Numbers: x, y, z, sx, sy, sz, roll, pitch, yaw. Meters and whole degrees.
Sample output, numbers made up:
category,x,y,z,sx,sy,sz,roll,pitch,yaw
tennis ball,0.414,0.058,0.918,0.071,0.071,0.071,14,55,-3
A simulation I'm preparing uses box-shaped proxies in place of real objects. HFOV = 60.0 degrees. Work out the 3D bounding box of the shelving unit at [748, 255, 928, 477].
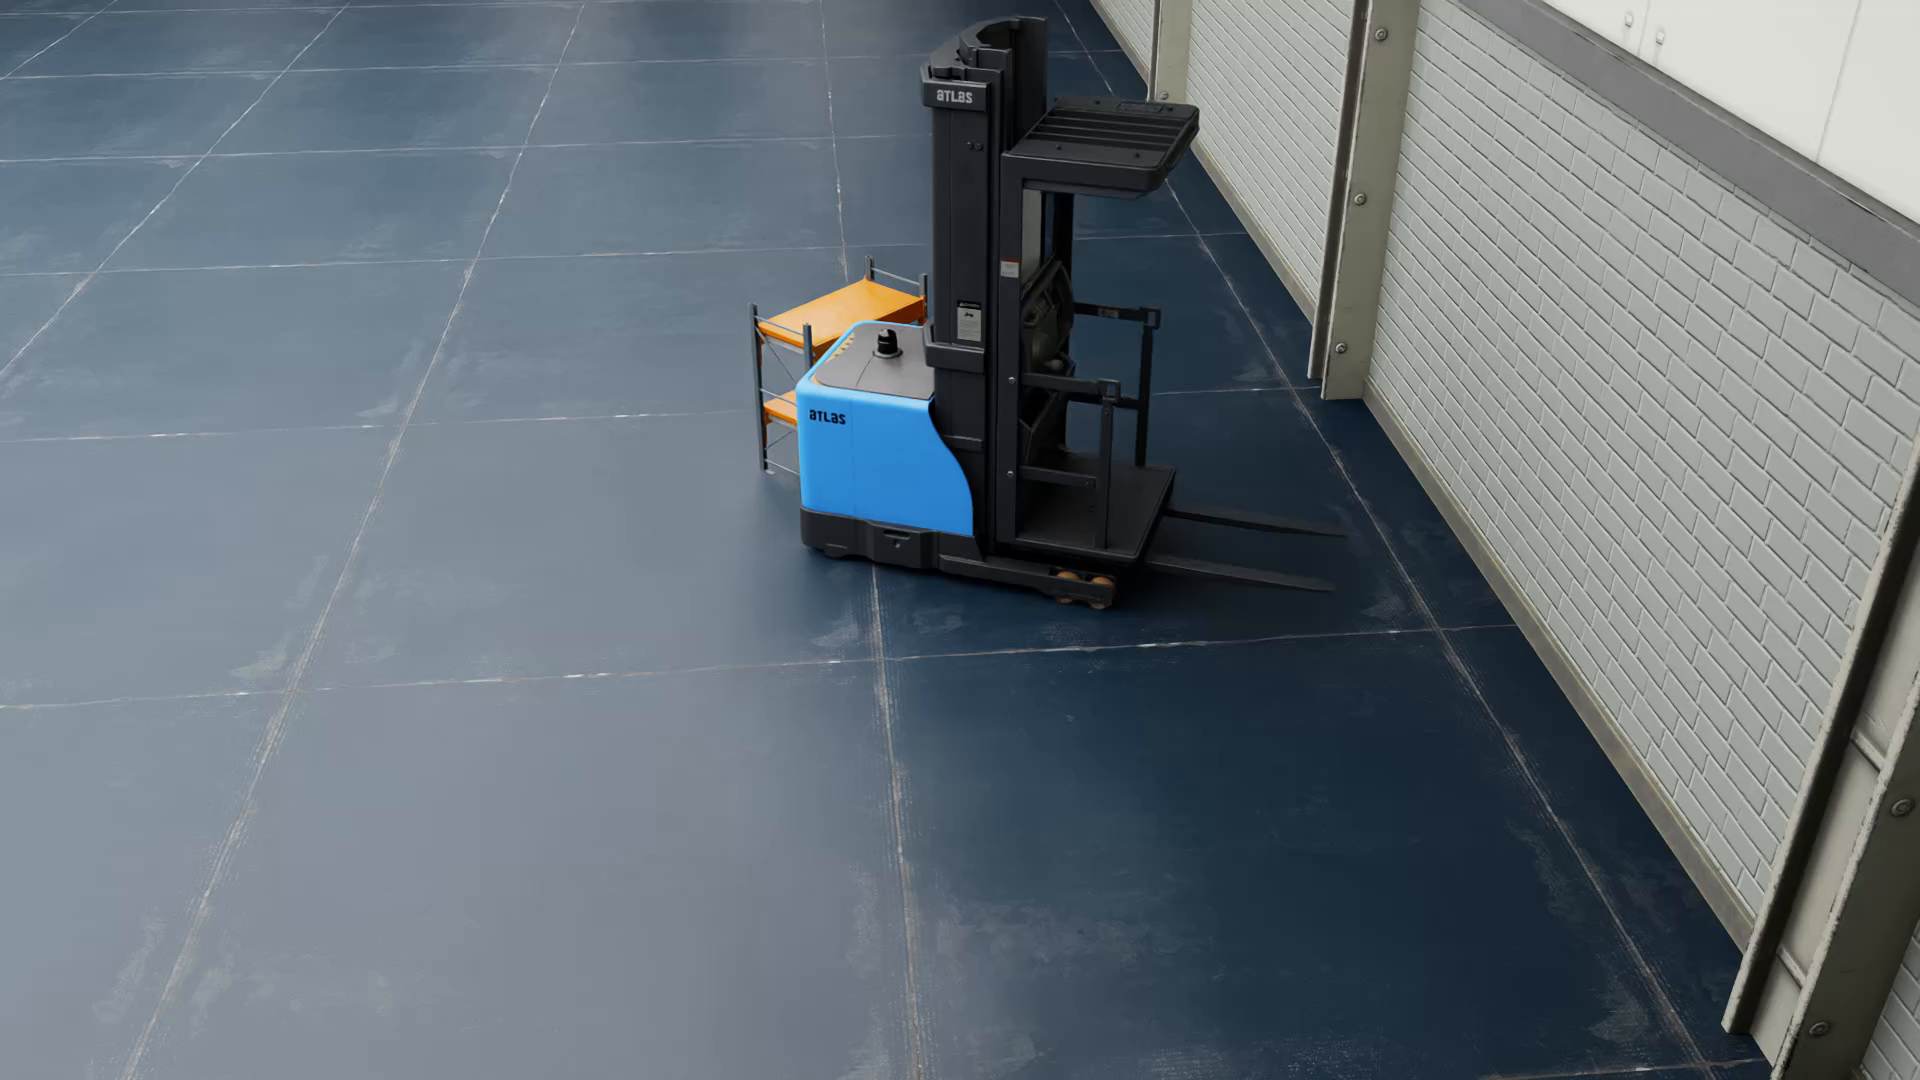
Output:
category,x,y,z,sx,sy,sz,roll,pitch,yaw
shelving unit,-0.733,-1.046,10.403,0.538,1.125,1.048,24,38,34

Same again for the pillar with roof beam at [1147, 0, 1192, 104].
category,x,y,z,sx,sy,sz,roll,pitch,yaw
pillar with roof beam,-2.234,-7.787,14.011,9.100,9.000,0.400,-3,31,-5

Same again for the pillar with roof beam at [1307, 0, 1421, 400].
category,x,y,z,sx,sy,sz,roll,pitch,yaw
pillar with roof beam,-1.673,-4.723,8.882,9.100,9.000,0.400,-3,31,-5

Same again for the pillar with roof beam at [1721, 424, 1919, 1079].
category,x,y,z,sx,sy,sz,roll,pitch,yaw
pillar with roof beam,-1.113,-1.660,3.754,9.100,9.000,0.400,-3,31,-5

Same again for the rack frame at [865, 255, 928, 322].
category,x,y,z,sx,sy,sz,roll,pitch,yaw
rack frame,-0.403,-1.244,10.735,0.500,1.125,0.032,24,38,34

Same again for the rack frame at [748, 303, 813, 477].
category,x,y,z,sx,sy,sz,roll,pitch,yaw
rack frame,-1.063,-0.847,10.072,0.500,1.125,0.032,24,38,34

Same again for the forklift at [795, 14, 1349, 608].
category,x,y,z,sx,sy,sz,roll,pitch,yaw
forklift,0.656,-1.191,8.886,3.031,2.935,1.130,9,32,15

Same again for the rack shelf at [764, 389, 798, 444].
category,x,y,z,sx,sy,sz,roll,pitch,yaw
rack shelf,-0.733,-0.836,10.529,0.538,0.278,1.000,24,38,34

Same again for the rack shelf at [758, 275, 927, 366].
category,x,y,z,sx,sy,sz,roll,pitch,yaw
rack shelf,-0.733,-1.297,10.253,0.538,0.278,1.000,24,38,34
